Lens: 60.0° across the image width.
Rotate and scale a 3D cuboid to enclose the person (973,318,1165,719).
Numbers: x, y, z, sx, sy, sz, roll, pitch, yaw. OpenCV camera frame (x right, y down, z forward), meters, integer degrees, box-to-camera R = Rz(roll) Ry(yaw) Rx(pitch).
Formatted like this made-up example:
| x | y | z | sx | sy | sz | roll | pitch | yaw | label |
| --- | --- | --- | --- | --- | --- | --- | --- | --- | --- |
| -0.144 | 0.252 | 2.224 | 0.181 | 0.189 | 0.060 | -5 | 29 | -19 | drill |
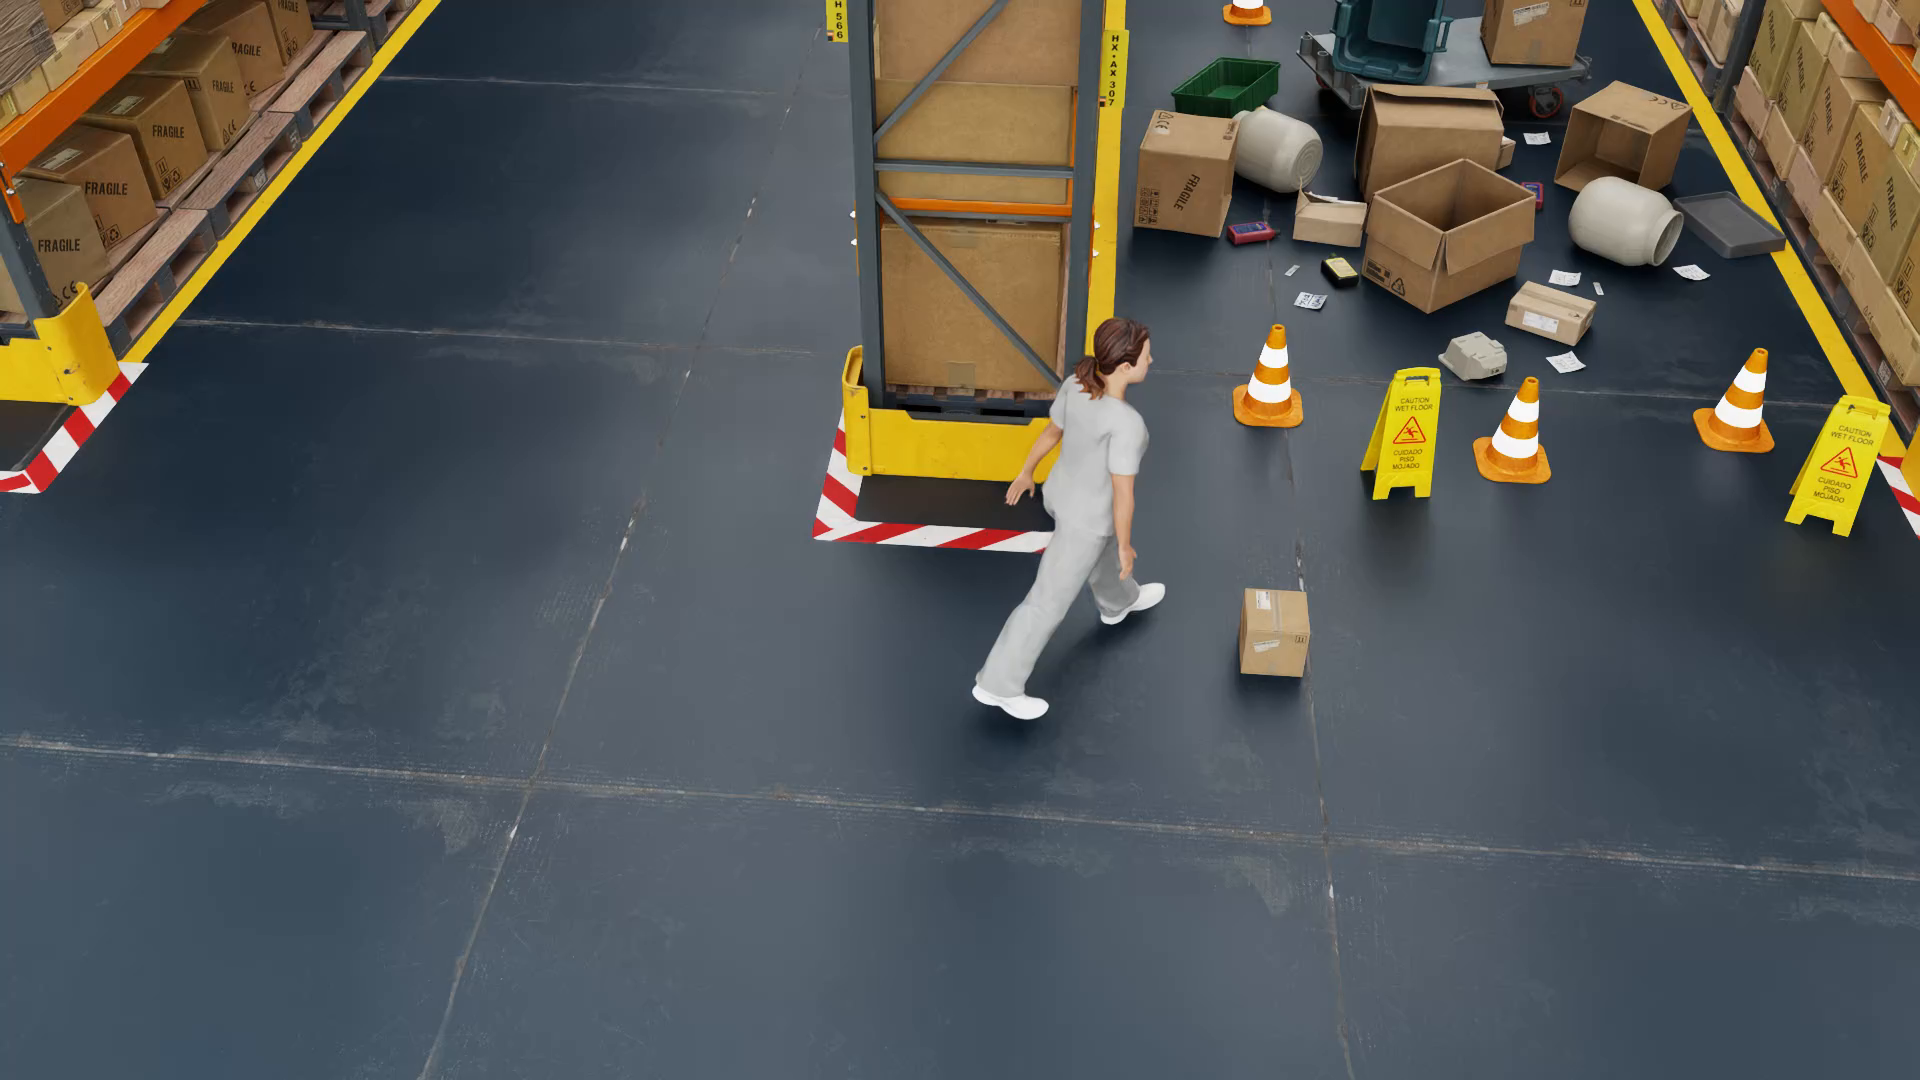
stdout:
| x | y | z | sx | sy | sz | roll | pitch | yaw | label |
| --- | --- | --- | --- | --- | --- | --- | --- | --- | --- |
| 0.483 | -0.120 | 6.314 | 1.007 | 1.607 | 0.585 | -17 | 43 | -19 | person |
